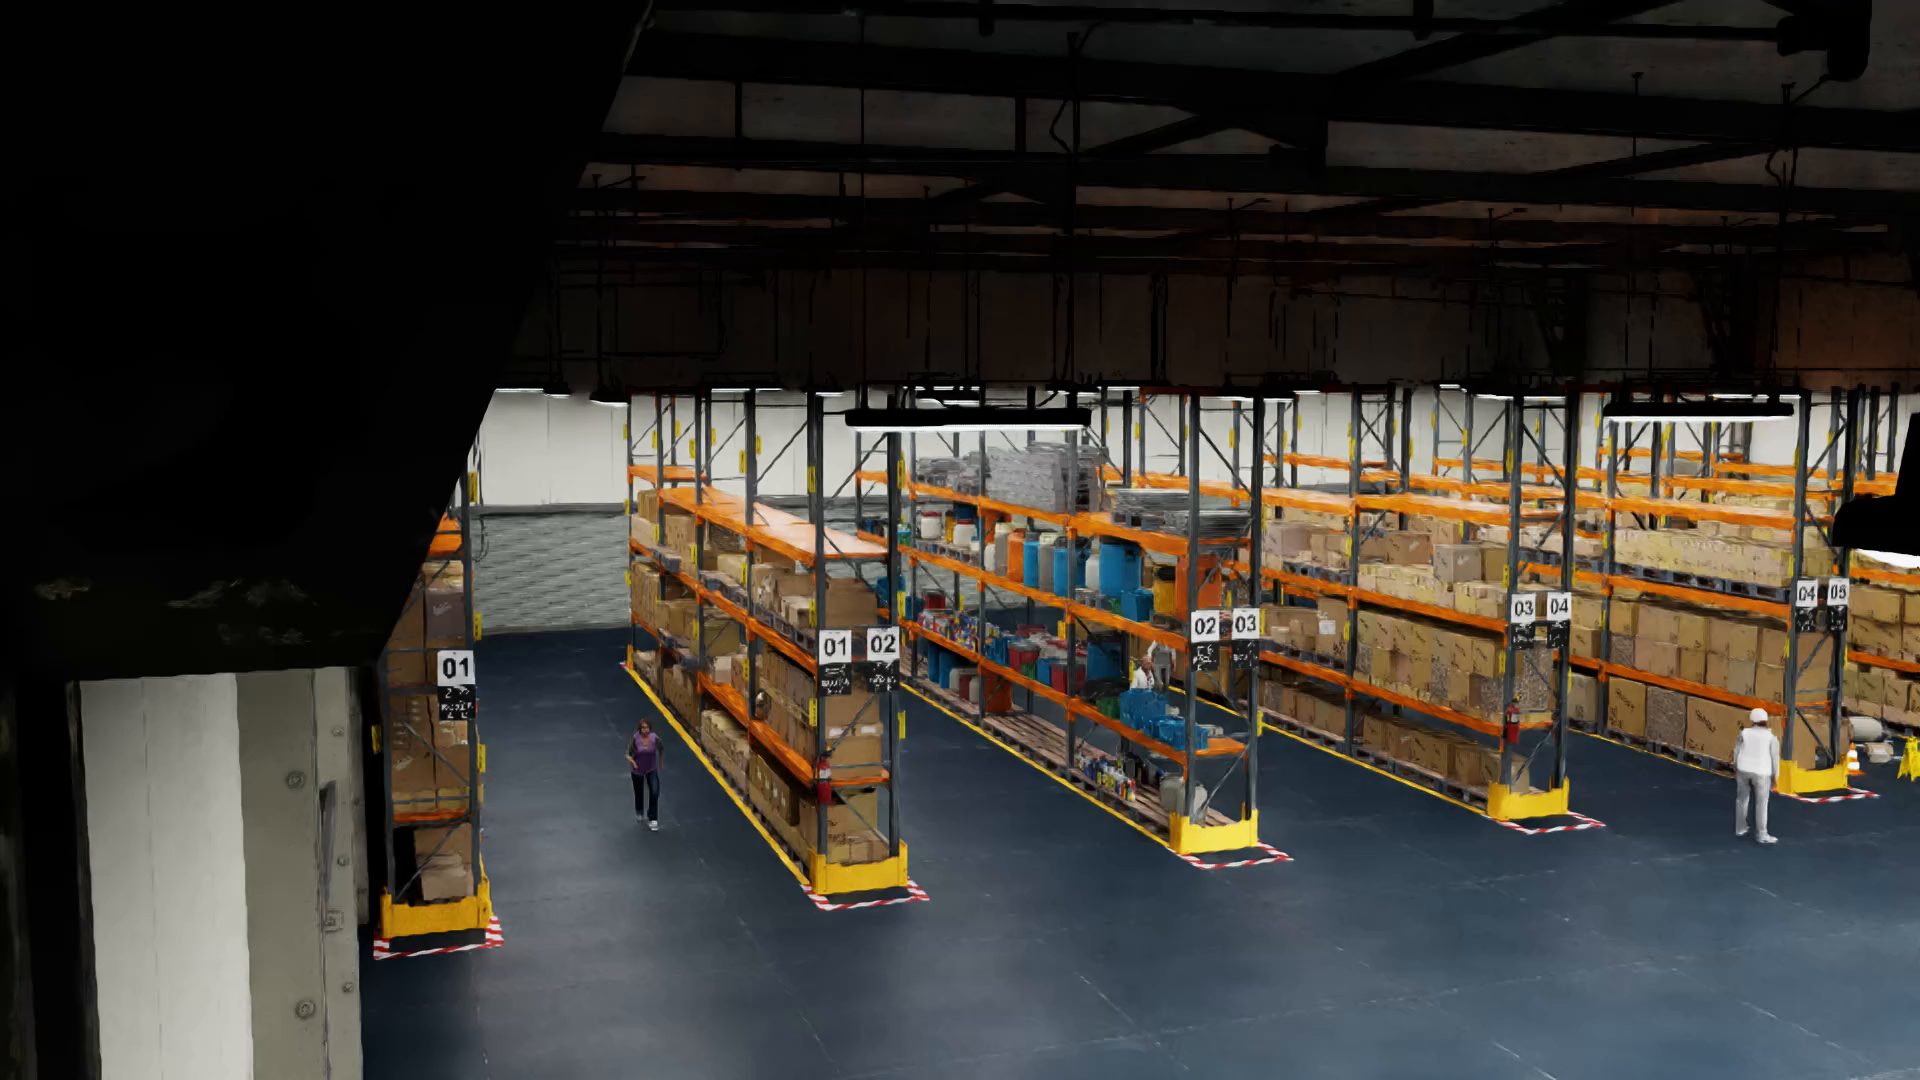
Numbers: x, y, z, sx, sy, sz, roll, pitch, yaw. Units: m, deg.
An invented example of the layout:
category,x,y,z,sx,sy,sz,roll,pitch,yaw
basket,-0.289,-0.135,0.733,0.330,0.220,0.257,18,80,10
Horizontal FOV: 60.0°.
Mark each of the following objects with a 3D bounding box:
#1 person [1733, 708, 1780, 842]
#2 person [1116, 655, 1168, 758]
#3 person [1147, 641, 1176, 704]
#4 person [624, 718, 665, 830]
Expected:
category,x,y,z,sx,sy,sz,roll,pitch,yaw
person,10.706,3.125,22.350,0.601,1.783,0.460,5,8,41
person,2.913,2.693,26.890,0.715,1.723,0.838,-5,8,-40
person,3.766,2.358,31.152,0.566,1.541,0.519,-2,6,-22
person,-4.358,3.202,23.020,0.565,1.520,0.796,-1,6,-13
